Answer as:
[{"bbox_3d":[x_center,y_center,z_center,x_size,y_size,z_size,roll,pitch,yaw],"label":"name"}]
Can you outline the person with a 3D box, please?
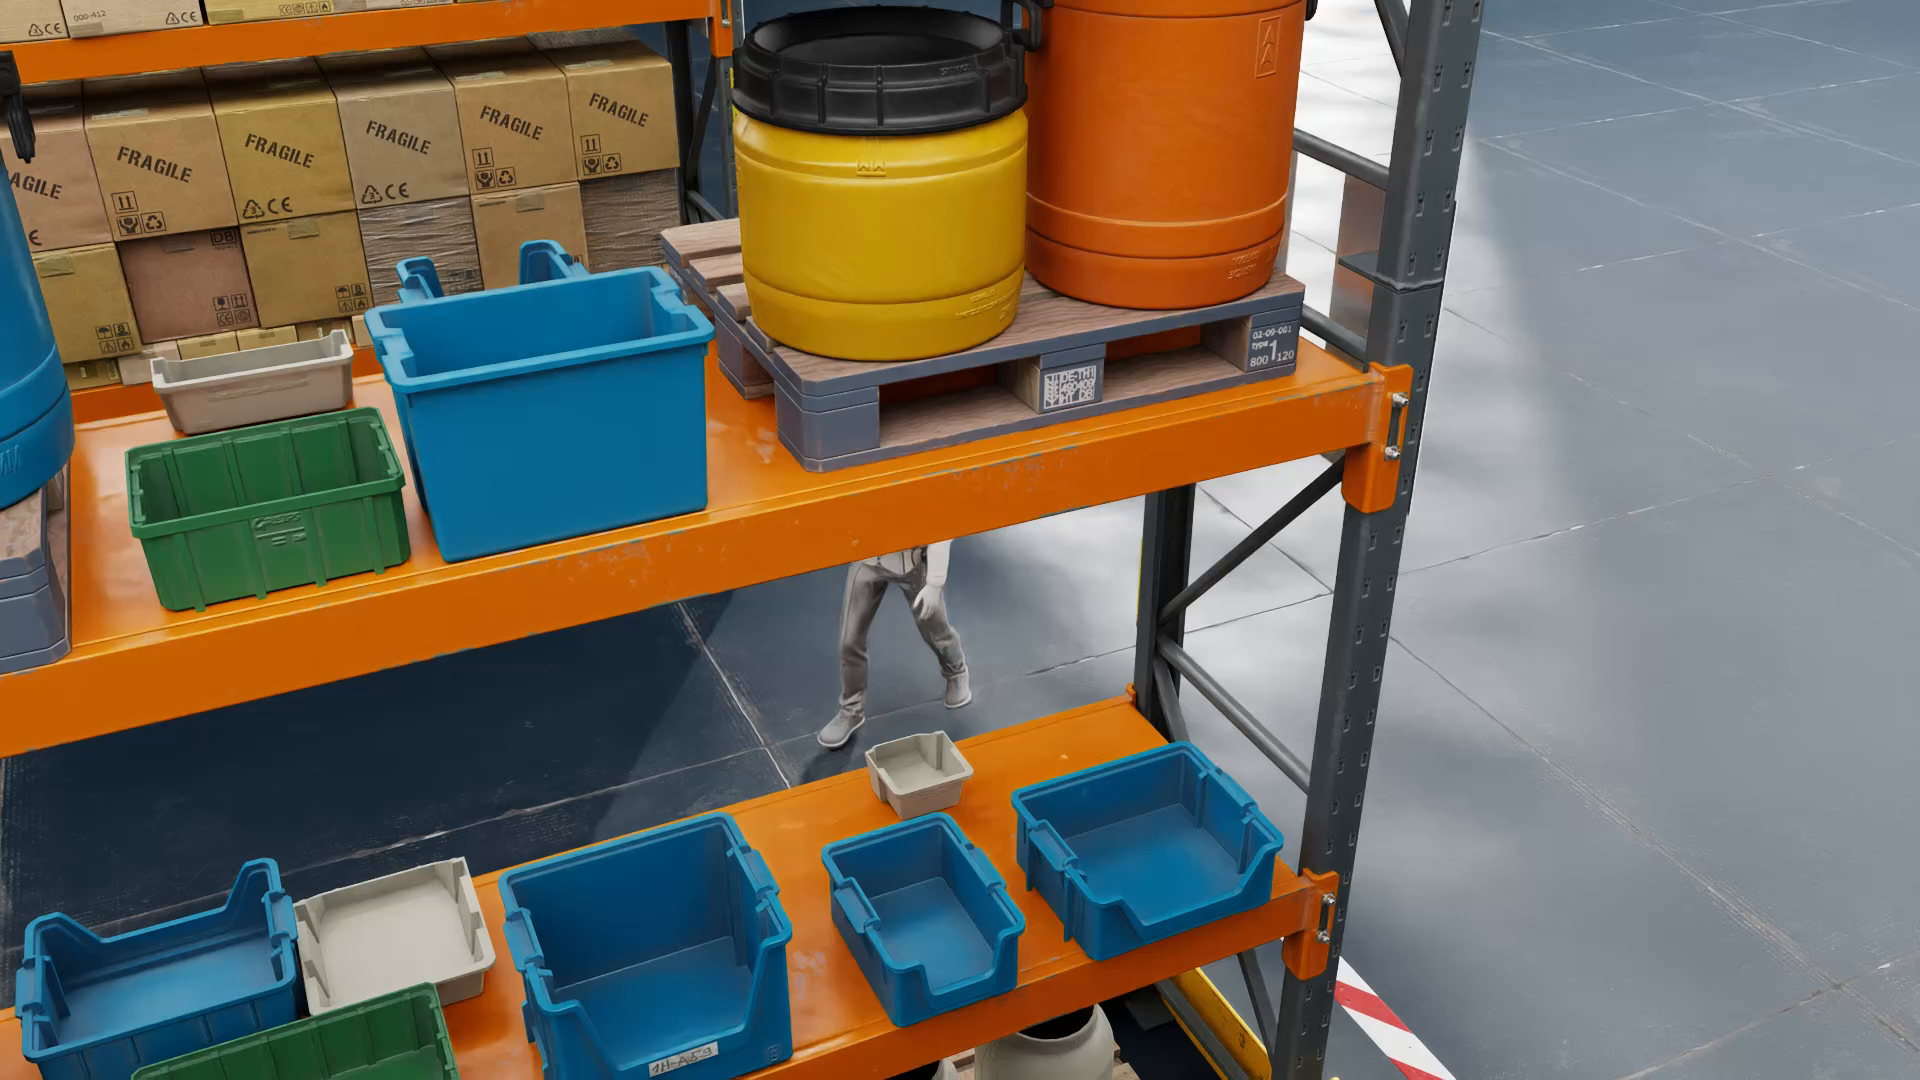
[{"bbox_3d":[-0.254,0.080,6.991,0.545,1.635,0.755,15,33,24],"label":"person"}]
